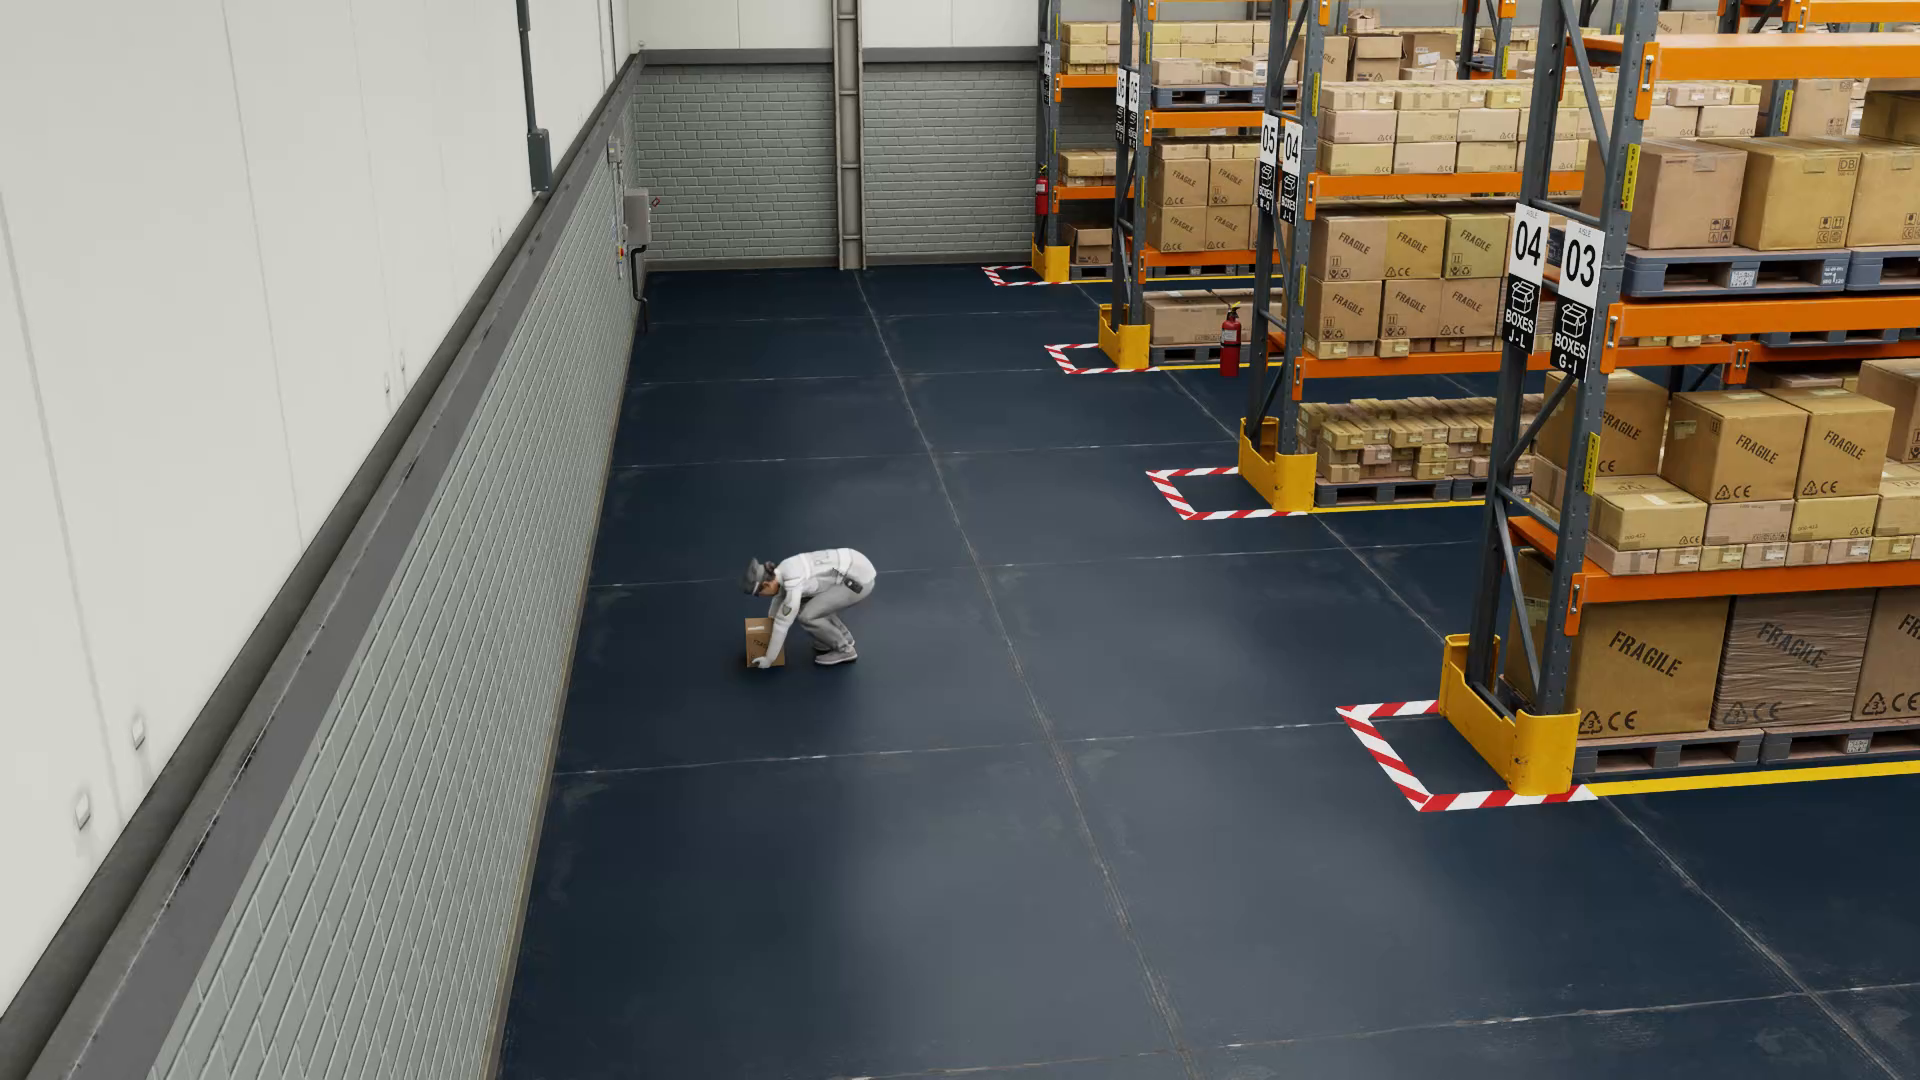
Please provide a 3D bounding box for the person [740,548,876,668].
[{"bbox_3d":[-1.019,0.452,11.200,0.914,0.760,0.458,-3,20,-9],"label":"person"}]
